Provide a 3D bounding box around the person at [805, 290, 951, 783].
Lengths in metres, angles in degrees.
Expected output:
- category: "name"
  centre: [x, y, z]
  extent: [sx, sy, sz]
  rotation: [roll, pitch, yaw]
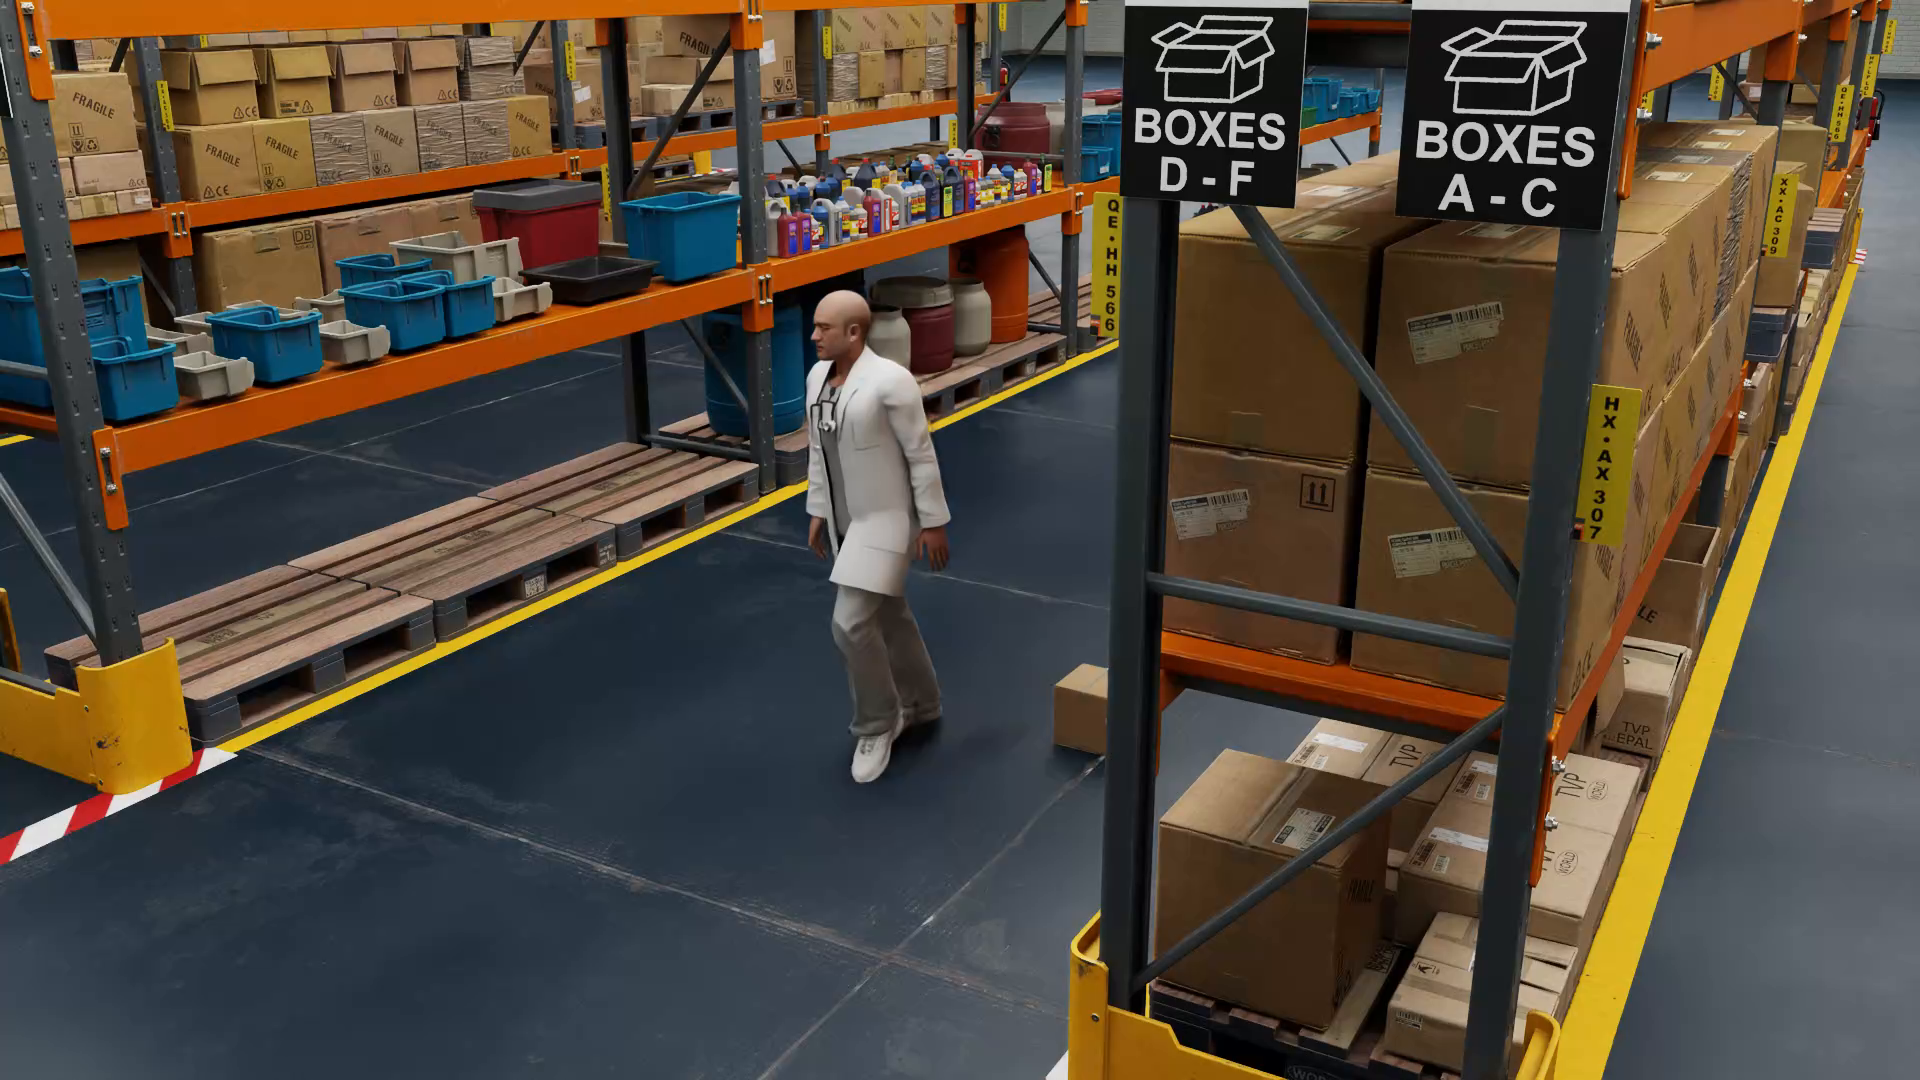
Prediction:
- category: "person"
  centre: [-0.310, -0.049, 6.237]
  extent: [0.587, 1.804, 0.616]
  rotation: [-14, 24, -35]
